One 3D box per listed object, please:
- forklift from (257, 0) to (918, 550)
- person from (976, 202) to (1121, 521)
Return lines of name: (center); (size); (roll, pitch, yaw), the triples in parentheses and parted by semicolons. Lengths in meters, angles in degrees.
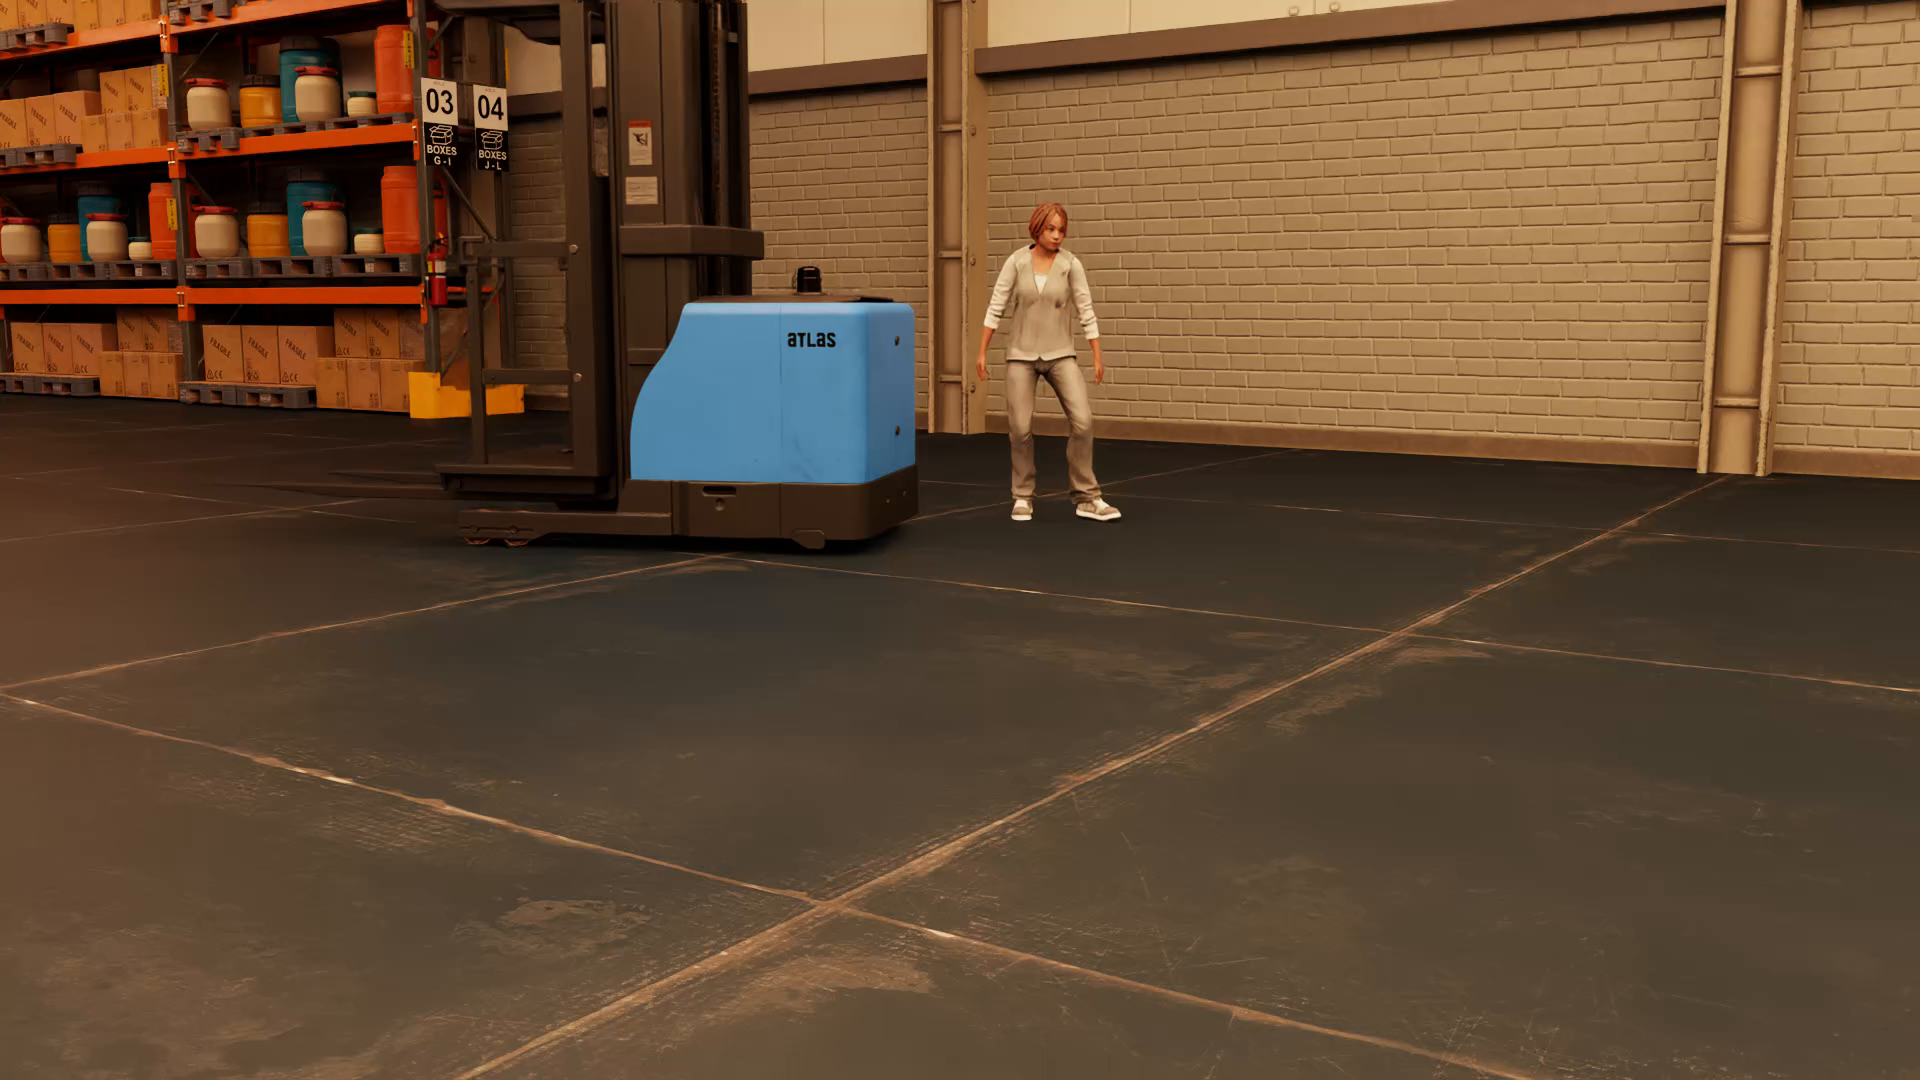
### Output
forklift: (-1.771, -1.491, 7.678); (3.031, 2.935, 1.130); (2, 8, 12)
person: (0.440, -0.874, 8.263); (0.732, 1.565, 0.388); (0, 8, 3)
